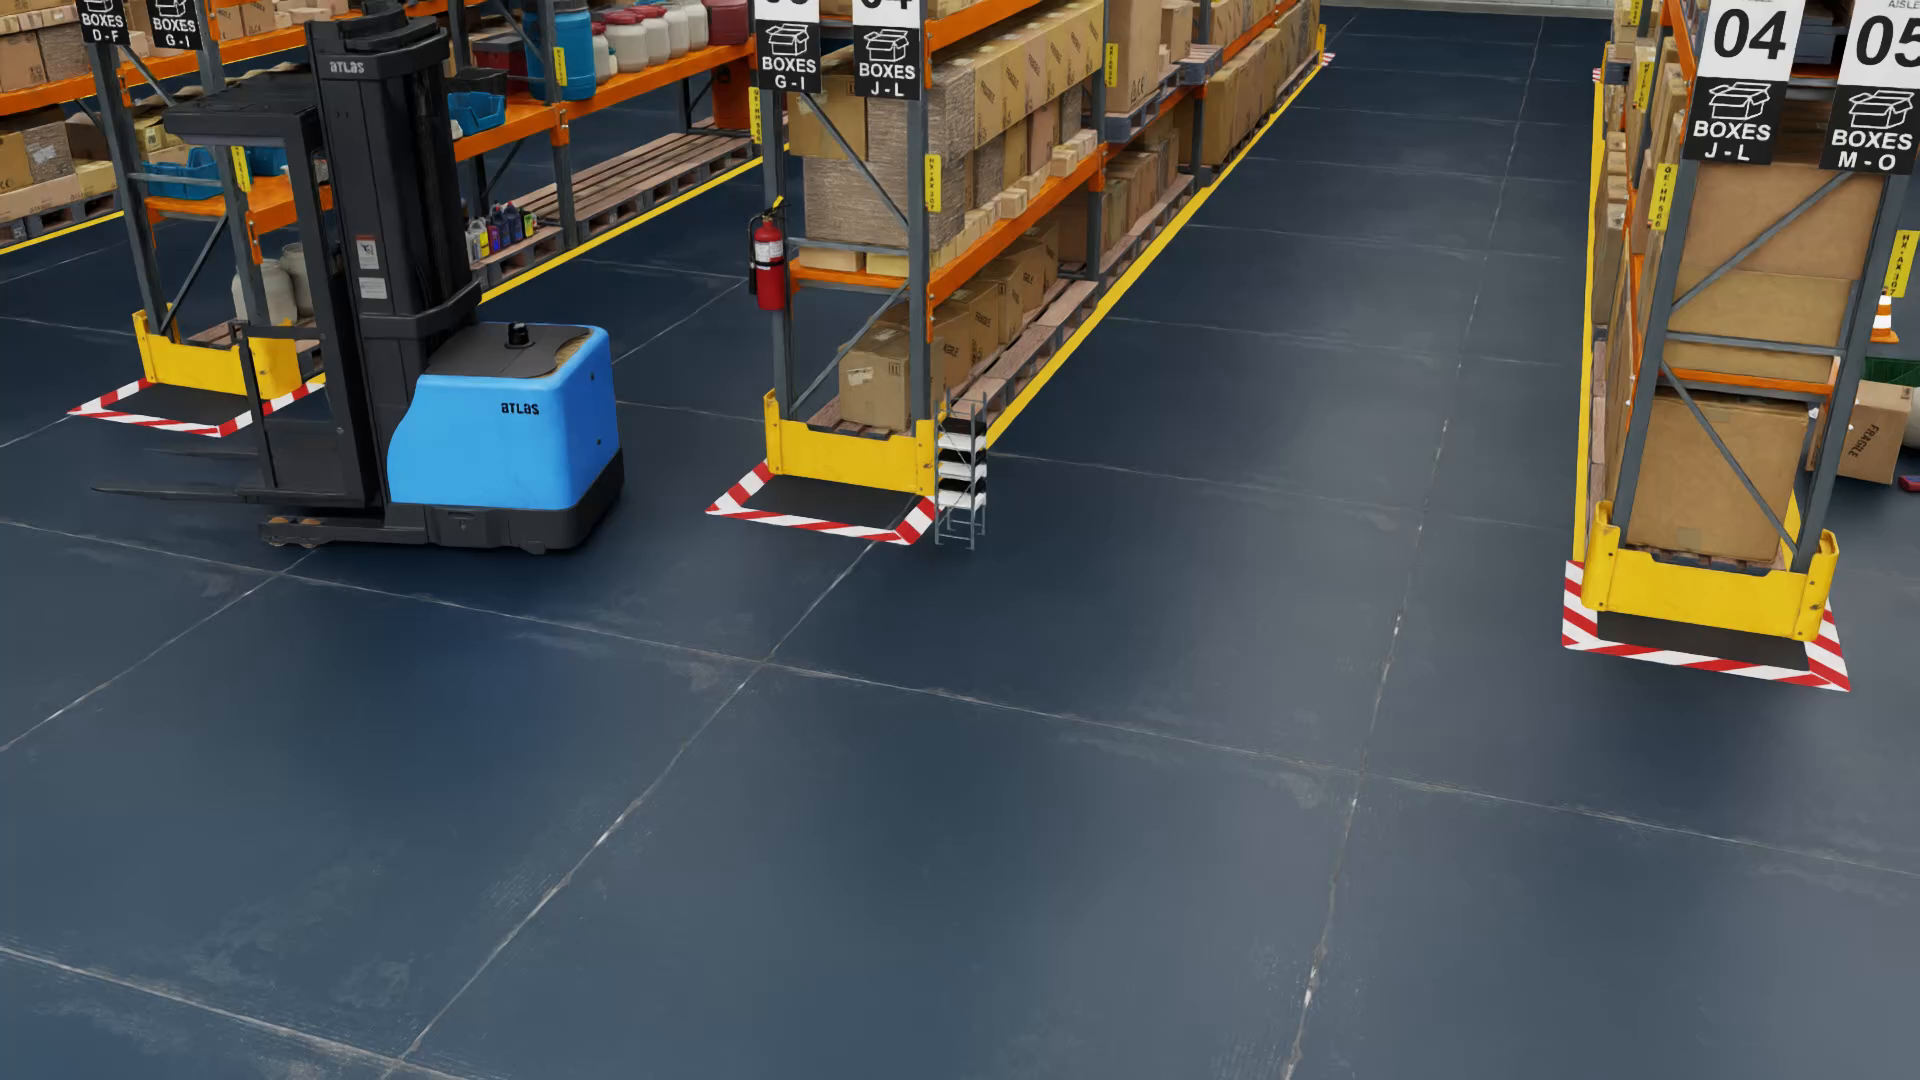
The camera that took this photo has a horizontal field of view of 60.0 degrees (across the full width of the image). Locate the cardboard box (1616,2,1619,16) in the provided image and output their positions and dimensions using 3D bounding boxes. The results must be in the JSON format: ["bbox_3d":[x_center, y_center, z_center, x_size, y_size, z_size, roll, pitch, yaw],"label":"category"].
[{"bbox_3d":[6.883,-5.381,16.888,0.380,0.149,0.250,8,27,16],"label":"cardboard box"}]

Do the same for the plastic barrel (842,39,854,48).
[{"bbox_3d":[-1.545,-6.412,21.478,0.600,0.901,0.708,9,27,17],"label":"plastic barrel"}]

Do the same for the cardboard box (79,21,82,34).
[{"bbox_3d":[-11.653,-6.686,22.103,0.750,0.750,0.750,8,27,17],"label":"cardboard box"}]

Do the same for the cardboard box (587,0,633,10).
[{"bbox_3d":[-5.397,-7.956,25.100,0.797,0.503,0.637,9,27,17],"label":"cardboard box"}]

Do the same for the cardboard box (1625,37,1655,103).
[{"bbox_3d":[6.231,-4.166,14.797,0.500,0.500,0.500,9,27,18],"label":"cardboard box"}]

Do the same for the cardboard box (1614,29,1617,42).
[{"bbox_3d":[6.622,-4.921,16.278,0.380,0.149,0.250,8,27,17],"label":"cardboard box"}]

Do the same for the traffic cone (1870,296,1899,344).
[{"bbox_3d":[7.174,-1.813,12.963,0.336,0.463,0.334,9,27,17],"label":"traffic cone"}]

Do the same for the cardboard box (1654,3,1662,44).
[{"bbox_3d":[6.477,-4.578,14.501,0.700,0.500,0.500,9,27,17],"label":"cardboard box"}]

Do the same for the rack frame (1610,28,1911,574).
[{"bbox_3d":[3.973,-0.978,8.329,1.000,3.000,0.127,9,27,17],"label":"rack frame"}]

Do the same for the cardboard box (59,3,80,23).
[{"bbox_3d":[-8.568,-5.015,15.807,0.380,0.149,0.250,9,27,17],"label":"cardboard box"}]

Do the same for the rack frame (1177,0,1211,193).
[{"bbox_3d":[1.992,-5.027,16.690,1.000,3.000,0.127,9,27,17],"label":"rack frame"}]

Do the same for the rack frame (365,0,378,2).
[{"bbox_3d":[-7.349,-6.465,19.660,1.000,3.000,0.127,9,27,17],"label":"rack frame"}]

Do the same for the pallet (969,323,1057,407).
[{"bbox_3d":[0.066,-1.344,12.283,1.003,0.211,1.213,9,27,17],"label":"pallet"}]

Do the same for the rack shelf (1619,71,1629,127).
[{"bbox_3d":[7.301,-4.764,16.973,1.077,0.370,4.000,9,27,17],"label":"rack shelf"}]

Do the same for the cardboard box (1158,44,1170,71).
[{"bbox_3d":[1.691,-4.431,15.132,0.396,0.266,0.258,8,27,16],"label":"cardboard box"}]

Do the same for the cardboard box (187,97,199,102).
[{"bbox_3d":[-7.965,-4.577,17.790,0.500,0.311,0.500,8,27,16],"label":"cardboard box"}]

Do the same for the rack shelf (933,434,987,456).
[{"bbox_3d":[0.003,-0.540,9.497,0.258,0.077,0.200,9,27,17],"label":"rack shelf"}]

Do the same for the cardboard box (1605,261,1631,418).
[{"bbox_3d":[4.733,-1.236,10.816,0.875,0.875,0.875,9,27,18],"label":"cardboard box"}]

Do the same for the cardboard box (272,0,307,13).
[{"bbox_3d":[-7.829,-6.085,18.979,0.500,0.311,0.500,8,27,17],"label":"cardboard box"}]

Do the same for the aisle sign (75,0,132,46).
[{"bbox_3d":[-5.645,-3.641,10.845,0.394,0.787,0.004,9,27,17],"label":"aisle sign"}]

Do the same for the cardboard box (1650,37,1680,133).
[{"bbox_3d":[5.149,-3.029,11.153,0.875,0.550,0.550,9,27,17],"label":"cardboard box"}]

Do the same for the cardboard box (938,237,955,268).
[{"bbox_3d":[-0.250,-1.809,10.332,0.380,0.149,0.250,9,27,17],"label":"cardboard box"}]

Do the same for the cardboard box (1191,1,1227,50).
[{"bbox_3d":[2.410,-5.232,16.999,0.500,0.500,0.500,10,27,19],"label":"cardboard box"}]

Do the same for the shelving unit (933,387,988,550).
[{"bbox_3d":[0.003,-0.408,9.561,0.258,0.900,0.210,9,27,17],"label":"shelving unit"}]

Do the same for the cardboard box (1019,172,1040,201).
[{"bbox_3d":[0.353,-2.525,11.811,0.380,0.149,0.250,9,27,17],"label":"cardboard box"}]

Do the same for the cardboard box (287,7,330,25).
[{"bbox_3d":[-7.388,-5.942,18.869,0.380,0.149,0.250,9,27,17],"label":"cardboard box"}]

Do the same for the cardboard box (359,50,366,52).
[{"bbox_3d":[-7.259,-5.956,20.973,0.500,0.500,0.500,10,28,19],"label":"cardboard box"}]

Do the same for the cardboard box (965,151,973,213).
[{"bbox_3d":[-0.408,-2.363,10.732,0.875,0.500,0.500,9,27,17],"label":"cardboard box"}]

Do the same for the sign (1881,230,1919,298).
[{"bbox_3d":[4.495,-1.321,7.952,0.100,0.325,0.005,9,27,17],"label":"sign"}]

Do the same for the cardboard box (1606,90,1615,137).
[{"bbox_3d":[7.470,-4.709,18.419,0.500,0.500,0.500,10,28,19],"label":"cardboard box"}]

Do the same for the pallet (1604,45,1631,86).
[{"bbox_3d":[6.772,-4.488,15.797,1.213,0.211,1.003,9,27,17],"label":"pallet"}]

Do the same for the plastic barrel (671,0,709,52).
[{"bbox_3d":[-2.820,-5.342,17.212,0.421,0.512,0.421,0,26,0],"label":"plastic barrel"}]

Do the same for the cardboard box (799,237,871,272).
[{"bbox_3d":[-0.770,-1.773,10.259,0.380,0.149,0.250,9,27,17],"label":"cardboard box"}]

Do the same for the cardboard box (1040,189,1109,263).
[{"bbox_3d":[0.885,-2.705,14.259,0.700,0.500,0.500,7,27,13],"label":"cardboard box"}]

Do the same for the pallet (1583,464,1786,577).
[{"bbox_3d":[4.165,-0.063,9.639,1.003,0.211,1.213,9,27,17],"label":"pallet"}]

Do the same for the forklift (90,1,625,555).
[{"bbox_3d":[-3.633,-1.499,9.482,3.031,2.935,1.130,3,26,6],"label":"forklift"}]

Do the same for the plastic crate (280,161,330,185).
[{"bbox_3d":[-4.740,-2.660,12.104,0.298,0.136,0.250,9,27,17],"label":"plastic crate"}]

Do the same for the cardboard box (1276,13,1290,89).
[{"bbox_3d":[3.618,-6.163,20.993,0.875,0.875,0.875,9,27,17],"label":"cardboard box"}]

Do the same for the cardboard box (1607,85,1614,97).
[{"bbox_3d":[7.922,-5.351,19.807,0.380,0.149,0.250,8,27,16],"label":"cardboard box"}]

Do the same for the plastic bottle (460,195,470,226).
[{"bbox_3d":[-4.530,-3.004,15.138,0.097,0.271,0.097,0,26,0],"label":"plastic bottle"}]

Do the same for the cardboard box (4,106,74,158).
[{"bbox_3d":[-9.129,-3.965,16.310,0.500,0.500,0.500,9,27,17],"label":"cardboard box"}]

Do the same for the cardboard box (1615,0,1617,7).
[{"bbox_3d":[7.315,-5.776,18.043,0.380,0.149,0.250,9,27,18],"label":"cardboard box"}]

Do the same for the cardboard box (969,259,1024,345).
[{"bbox_3d":[0.174,-1.785,12.382,0.500,0.500,0.500,6,27,13],"label":"cardboard box"}]

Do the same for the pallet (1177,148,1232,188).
[{"bbox_3d":[2.325,-4.085,17.944,1.003,0.211,1.213,9,27,17],"label":"pallet"}]

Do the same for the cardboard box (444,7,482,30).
[{"bbox_3d":[-6.741,-6.945,22.155,0.500,0.250,0.500,9,27,18],"label":"cardboard box"}]

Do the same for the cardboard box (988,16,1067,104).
[{"bbox_3d":[0.438,-3.376,11.677,0.500,0.500,0.500,9,27,17],"label":"cardboard box"}]

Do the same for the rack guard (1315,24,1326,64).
[{"bbox_3d":[4.662,-7.199,24.045,1.175,0.500,0.348,9,27,17],"label":"rack guard"}]

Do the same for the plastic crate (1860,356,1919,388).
[{"bbox_3d":[6.482,-1.121,11.784,0.662,0.188,0.450,-20,23,-36],"label":"plastic crate"}]

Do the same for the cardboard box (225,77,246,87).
[{"bbox_3d":[-8.139,-5.070,18.809,0.500,0.311,0.500,8,27,16],"label":"cardboard box"}]

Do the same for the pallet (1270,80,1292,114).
[{"bbox_3d":[3.650,-5.717,21.315,1.003,0.211,1.213,9,27,17],"label":"pallet"}]

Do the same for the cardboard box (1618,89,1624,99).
[{"bbox_3d":[6.957,-4.402,16.926,0.500,0.250,0.500,9,27,19],"label":"cardboard box"}]

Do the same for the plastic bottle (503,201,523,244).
[{"bbox_3d":[-3.953,-2.801,14.627,0.144,0.351,0.185,8,27,16],"label":"plastic bottle"}]
